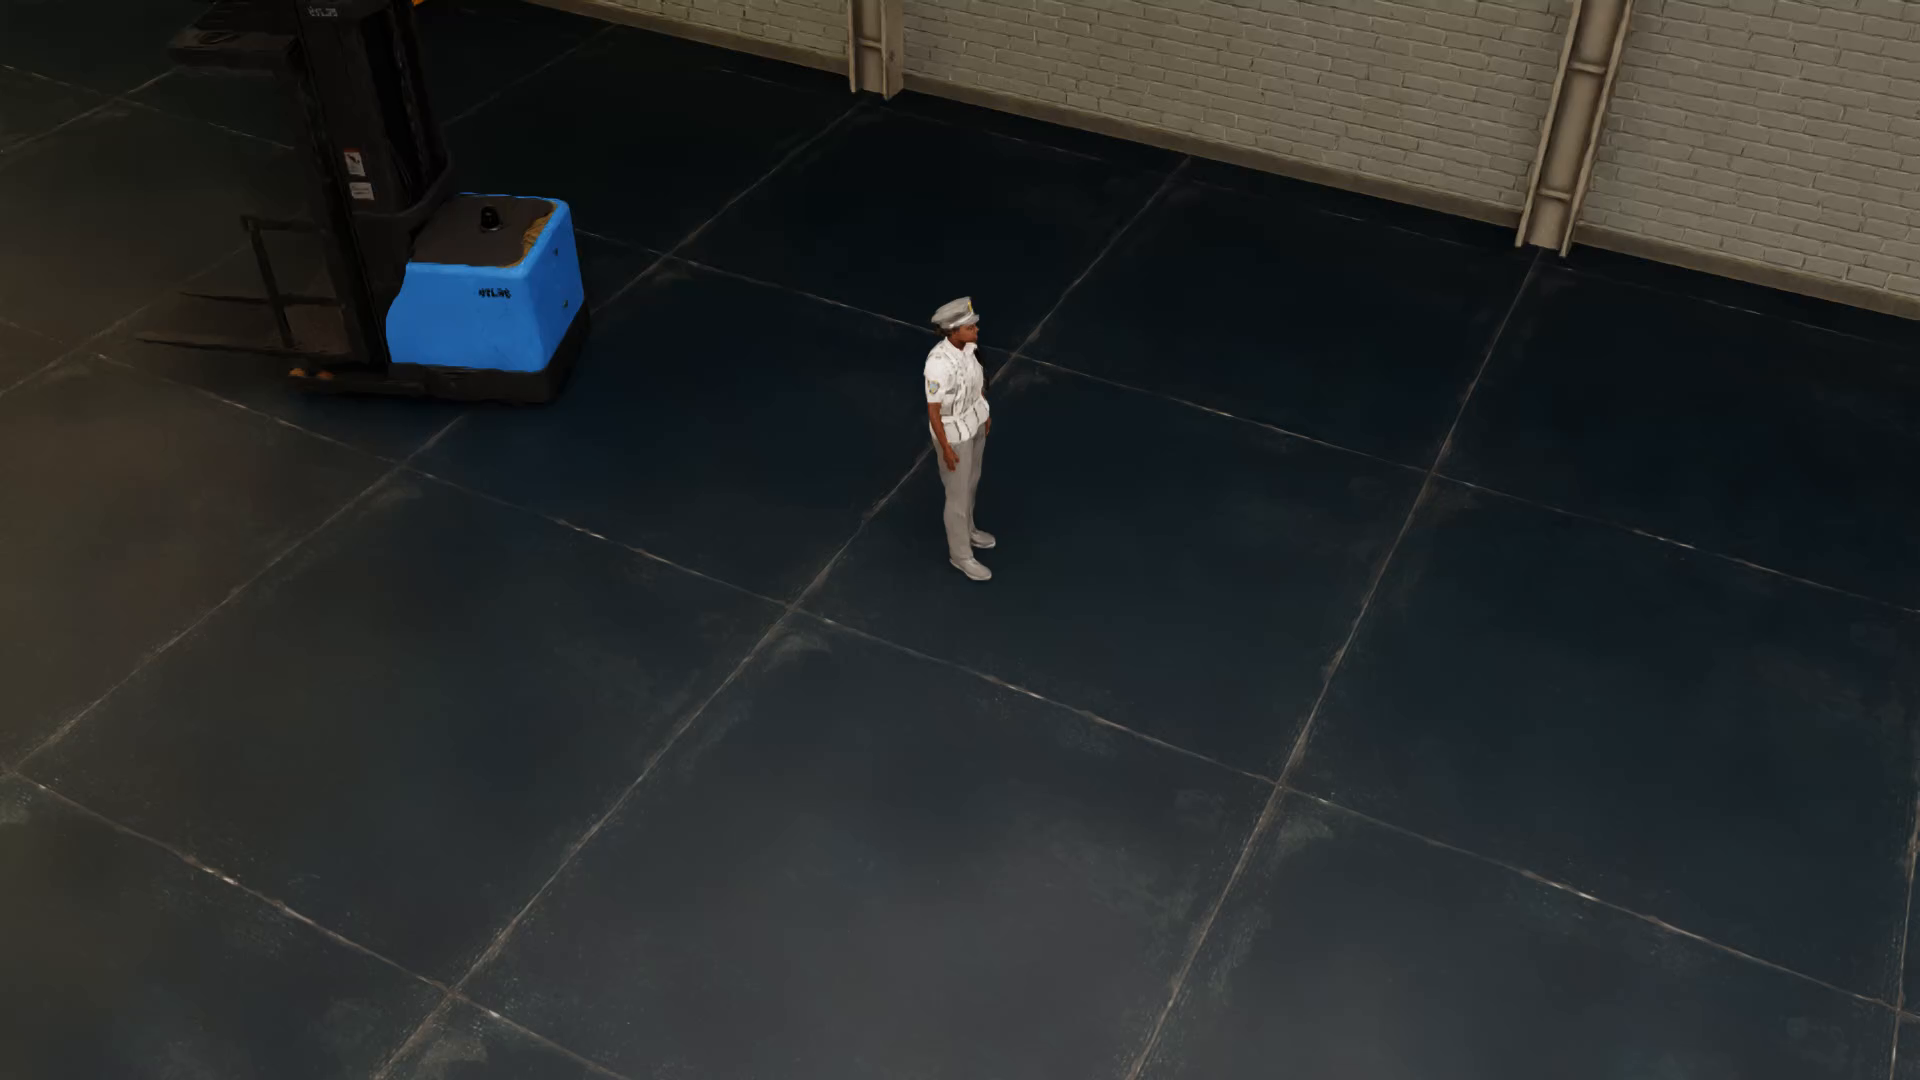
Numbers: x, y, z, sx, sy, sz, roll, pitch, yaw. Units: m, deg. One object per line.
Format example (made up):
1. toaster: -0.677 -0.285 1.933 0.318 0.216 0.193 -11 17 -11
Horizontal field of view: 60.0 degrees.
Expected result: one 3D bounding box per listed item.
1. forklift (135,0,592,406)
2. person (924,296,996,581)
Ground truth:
1. forklift: -4.211 -2.450 10.895 3.031 2.935 1.130 5 40 6
2. person: 0.058 -0.621 9.671 0.529 1.695 0.570 18 43 21
